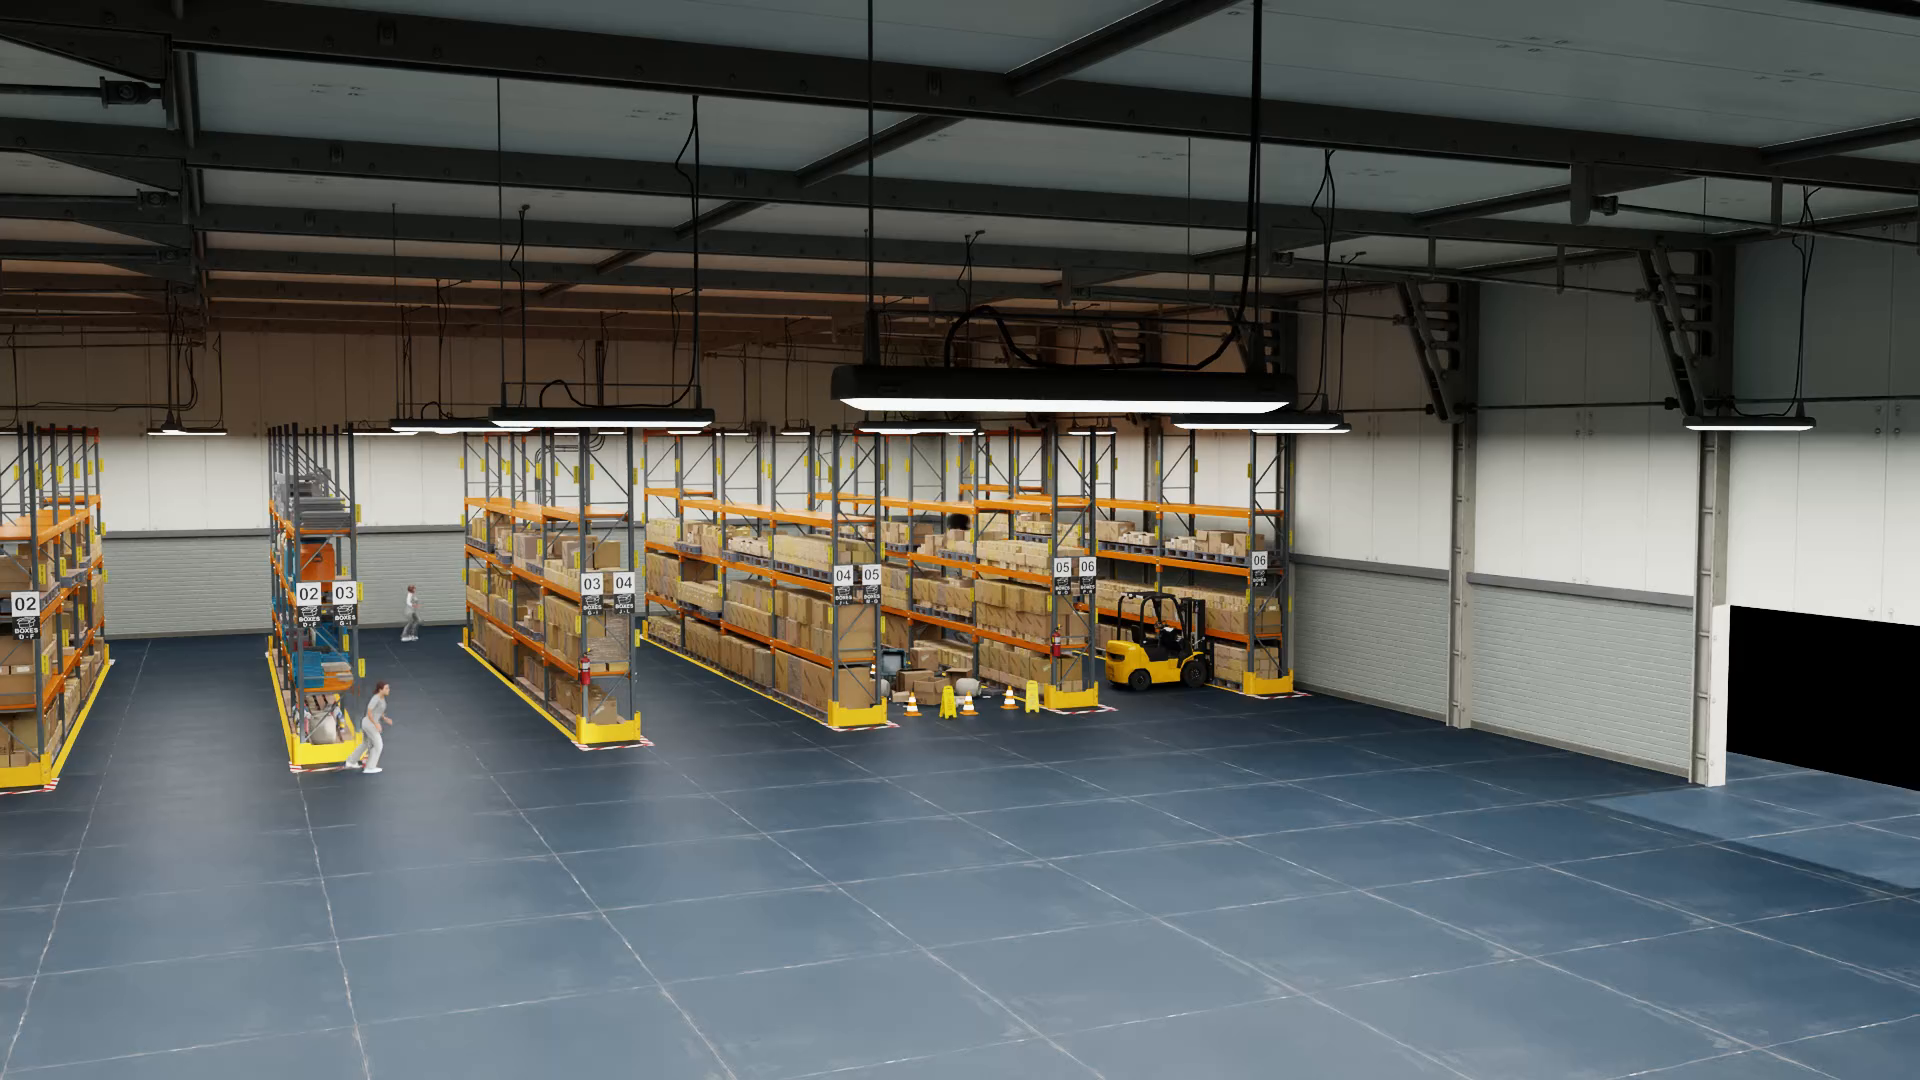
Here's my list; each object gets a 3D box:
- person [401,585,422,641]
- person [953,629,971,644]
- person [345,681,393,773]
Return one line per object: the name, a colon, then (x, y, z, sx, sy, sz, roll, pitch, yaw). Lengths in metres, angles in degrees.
person: (-15.447, 2.056, 46.917, 0.622, 1.592, 0.513, 0, 4, 5)
person: (0.060, 2.171, 44.865, 0.570, 1.630, 0.620, -3, 5, -41)
person: (-10.149, 3.194, 28.492, 0.795, 1.582, 0.609, -1, 4, -13)
